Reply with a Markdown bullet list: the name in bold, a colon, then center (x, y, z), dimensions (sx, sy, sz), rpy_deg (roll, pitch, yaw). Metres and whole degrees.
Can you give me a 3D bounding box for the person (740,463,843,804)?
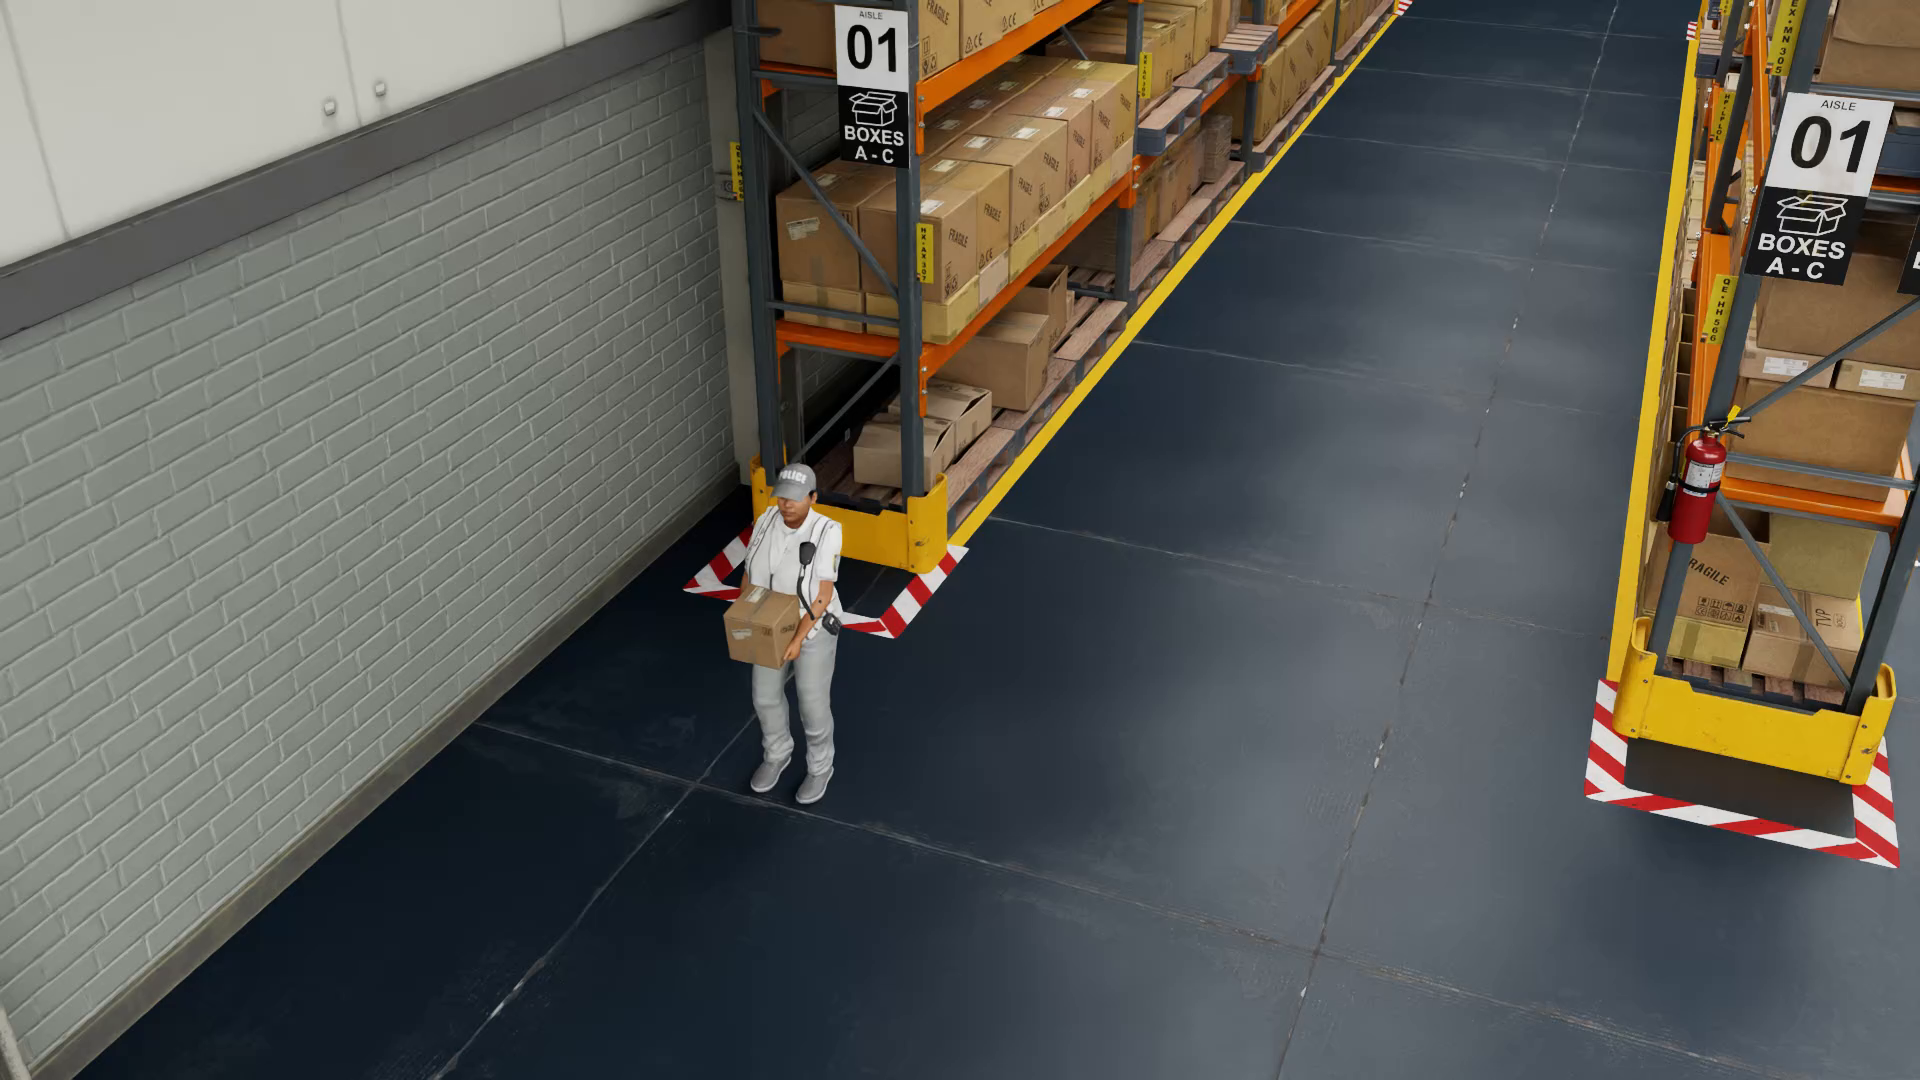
- **person**: center (-0.788, 0.443, 7.625), dimensions (0.453, 1.653, 0.541), rpy_deg (12, 32, 20)
